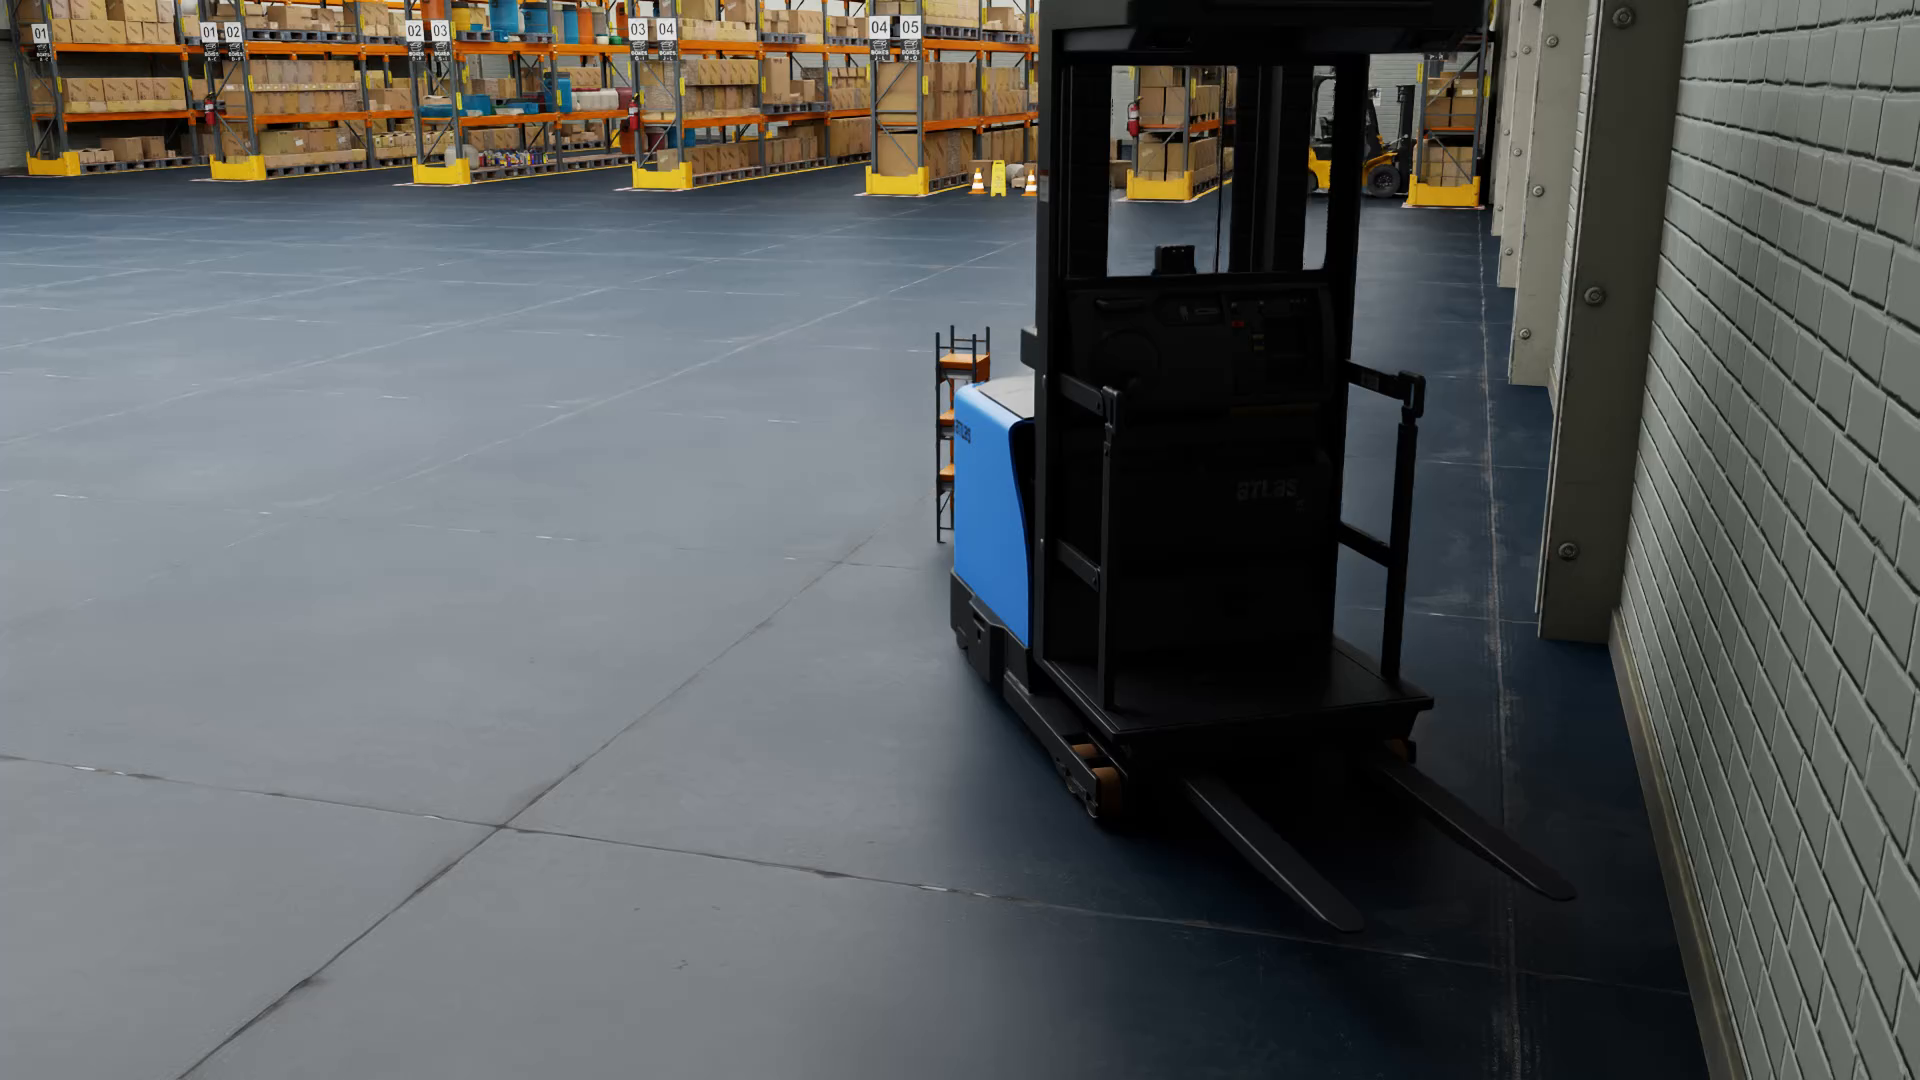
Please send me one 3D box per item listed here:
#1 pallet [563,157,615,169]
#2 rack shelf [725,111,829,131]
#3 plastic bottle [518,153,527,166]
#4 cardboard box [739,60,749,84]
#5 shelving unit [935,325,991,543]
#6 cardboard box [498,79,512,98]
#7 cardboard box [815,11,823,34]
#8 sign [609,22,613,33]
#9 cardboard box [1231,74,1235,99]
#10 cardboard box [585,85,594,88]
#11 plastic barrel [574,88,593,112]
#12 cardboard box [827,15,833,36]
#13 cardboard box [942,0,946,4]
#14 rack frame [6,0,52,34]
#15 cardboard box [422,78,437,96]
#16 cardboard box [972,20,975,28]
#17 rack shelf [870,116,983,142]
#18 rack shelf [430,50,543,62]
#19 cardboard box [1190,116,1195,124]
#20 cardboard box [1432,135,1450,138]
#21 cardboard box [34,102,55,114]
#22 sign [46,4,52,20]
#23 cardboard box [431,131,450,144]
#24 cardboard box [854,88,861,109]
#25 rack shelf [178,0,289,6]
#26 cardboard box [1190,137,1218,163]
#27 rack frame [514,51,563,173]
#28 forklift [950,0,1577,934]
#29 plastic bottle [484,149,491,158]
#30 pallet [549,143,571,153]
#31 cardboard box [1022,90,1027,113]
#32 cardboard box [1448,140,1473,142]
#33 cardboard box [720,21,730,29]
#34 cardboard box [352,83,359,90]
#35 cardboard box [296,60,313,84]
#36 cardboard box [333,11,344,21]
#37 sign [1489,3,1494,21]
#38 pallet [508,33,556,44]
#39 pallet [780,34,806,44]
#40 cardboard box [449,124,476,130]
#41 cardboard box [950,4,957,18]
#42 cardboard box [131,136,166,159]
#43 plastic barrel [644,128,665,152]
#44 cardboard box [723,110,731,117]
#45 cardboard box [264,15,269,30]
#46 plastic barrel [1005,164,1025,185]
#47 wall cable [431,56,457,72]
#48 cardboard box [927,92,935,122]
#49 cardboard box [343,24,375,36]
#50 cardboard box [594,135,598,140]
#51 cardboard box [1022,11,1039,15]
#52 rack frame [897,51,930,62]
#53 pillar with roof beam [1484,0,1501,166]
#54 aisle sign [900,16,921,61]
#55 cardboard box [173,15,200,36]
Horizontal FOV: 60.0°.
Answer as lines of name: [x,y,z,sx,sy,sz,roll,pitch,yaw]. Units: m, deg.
pallet: [-8.980,-9.014,39.723,1.003,0.211,1.213,5,16,16]
rack shelf: [-4.194,-9.620,38.068,1.077,0.370,4.000,5,16,16]
plastic bottle: [-9.614,-8.361,36.494,0.152,0.276,0.135,5,17,17]
cardboard box: [-4.767,-9.845,34.982,0.500,0.500,0.500,5,16,16]
shelving unit: [0.015,-0.519,8.235,0.215,1.050,0.252,5,16,16]
cardboard box: [-12.428,-12.088,44.498,0.700,0.500,0.500,1,16,2]
cardboard box: [-3.521,-12.077,38.815,0.500,0.500,0.500,5,17,17]
sign: [-10.322,-15.172,49.205,0.100,0.325,0.005,5,16,16]
cardboard box: [5.443,-9.428,34.572,0.500,0.500,0.500,5,16,16]
cardboard box: [-11.006,-12.995,48.466,0.500,0.500,0.500,5,17,16]
plastic barrel: [-8.820,-10.318,38.960,0.433,0.535,0.433,0,16,0]
cardboard box: [-3.521,-12.350,39.916,0.797,0.503,0.637,6,17,19]
cardboard box: [-0.482,-10.270,31.590,0.380,0.149,0.250,4,16,15]
rack frame: [-20.146,-12.435,35.679,1.000,3.000,0.127,5,16,16]
cardboard box: [-16.156,-13.355,49.367,0.980,0.700,0.700,4,16,13]
cardboard box: [0.096,-10.418,33.574,0.380,0.149,0.250,5,17,17]
rack shelf: [-0.604,-8.163,32.929,1.077,0.370,4.000,5,16,16]
rack shelf: [-12.554,-12.879,44.060,1.077,0.370,4.000,5,16,16]
cardboard box: [4.109,-7.710,30.476,0.380,0.149,0.250,4,16,14]
cardboard box: [10.533,-8.798,36.471,0.380,0.149,0.250,4,16,13]
cardboard box: [-20.199,-9.624,37.000,0.500,0.250,0.500,5,17,17]
sign: [-19.626,-11.370,35.821,0.100,0.325,0.005,5,16,16]
cardboard box: [-13.176,-10.115,41.736,0.500,0.311,0.500,4,16,15]
cardboard box: [-2.796,-11.044,41.585,0.500,0.500,0.500,5,16,16]
rack shelf: [-18.441,-13.466,41.366,1.077,0.370,4.000,5,16,16]
cardboard box: [4.828,-7.739,33.012,0.500,0.500,0.500,4,16,15]
rack frame: [-9.511,-9.827,37.479,1.000,3.000,0.127,5,16,16]
forklift: [0.855,-0.650,5.250,1.130,2.935,3.031,-4,16,-15]
plastic bottle: [-10.366,-8.376,36.412,0.144,0.351,0.185,5,17,18]
pallet: [-11.789,-11.143,47.230,1.003,0.211,1.213,5,16,16]
cardboard box: [1.231,-9.988,37.863,0.500,0.500,0.500,5,16,16]
cardboard box: [9.415,-7.373,31.265,0.500,0.250,0.500,4,16,15]
cardboard box: [-4.947,-10.553,34.086,0.380,0.149,0.250,5,17,18]
cardboard box: [-14.131,-10.485,38.425,0.380,0.149,0.250,5,16,16]
cardboard box: [-14.807,-10.374,36.846,0.700,0.500,0.500,5,16,16]
cardboard box: [-17.254,-14.386,45.692,0.500,0.250,0.500,4,16,14]
sign: [10.032,-9.978,31.421,0.100,0.325,0.005,5,16,16]
pallet: [-9.622,-10.983,36.403,1.213,0.211,1.003,5,16,16]
pallet: [-4.193,-11.221,37.239,1.213,0.211,1.003,5,16,16]
cardboard box: [-13.070,-10.907,43.685,0.500,0.250,0.500,5,17,18]
cardboard box: [-0.360,-10.252,32.257,0.500,0.250,0.500,5,16,16]
cardboard box: [-19.266,-9.330,39.500,0.500,0.500,0.500,3,16,12]
plastic barrel: [-7.931,-10.340,42.938,0.600,0.588,0.708,5,16,16]
cardboard box: [-4.982,-8.852,34.501,0.380,0.149,0.250,5,16,16]
cardboard box: [-15.163,-11.303,36.321,0.500,0.311,0.500,7,17,22]
plastic barrel: [1.113,-7.377,33.561,0.421,0.421,0.512,-10,19,-32]
wall cable: [-16.142,-14.632,52.557,0.084,1.984,1.851,5,16,16]
cardboard box: [-0.975,-8.304,31.834,0.875,0.550,0.550,5,16,16]
cardboard box: [-14.075,-11.946,38.956,0.500,0.250,0.500,6,17,22]
cardboard box: [-10.969,-11.940,49.314,0.380,0.166,0.250,5,16,16]
cardboard box: [1.662,-12.227,38.857,0.396,0.266,0.258,5,16,16]
rack frame: [-1.352,-12.583,47.194,1.000,3.000,0.127,5,16,16]
pillar with roof beam: [8.707,-13.716,40.195,9.100,9.000,0.400,5,16,16]
aisle sign: [-0.905,-9.194,30.484,0.394,0.787,0.004,5,16,16]
cardboard box: [-18.777,-12.425,40.190,0.500,0.500,0.500,7,17,24]
